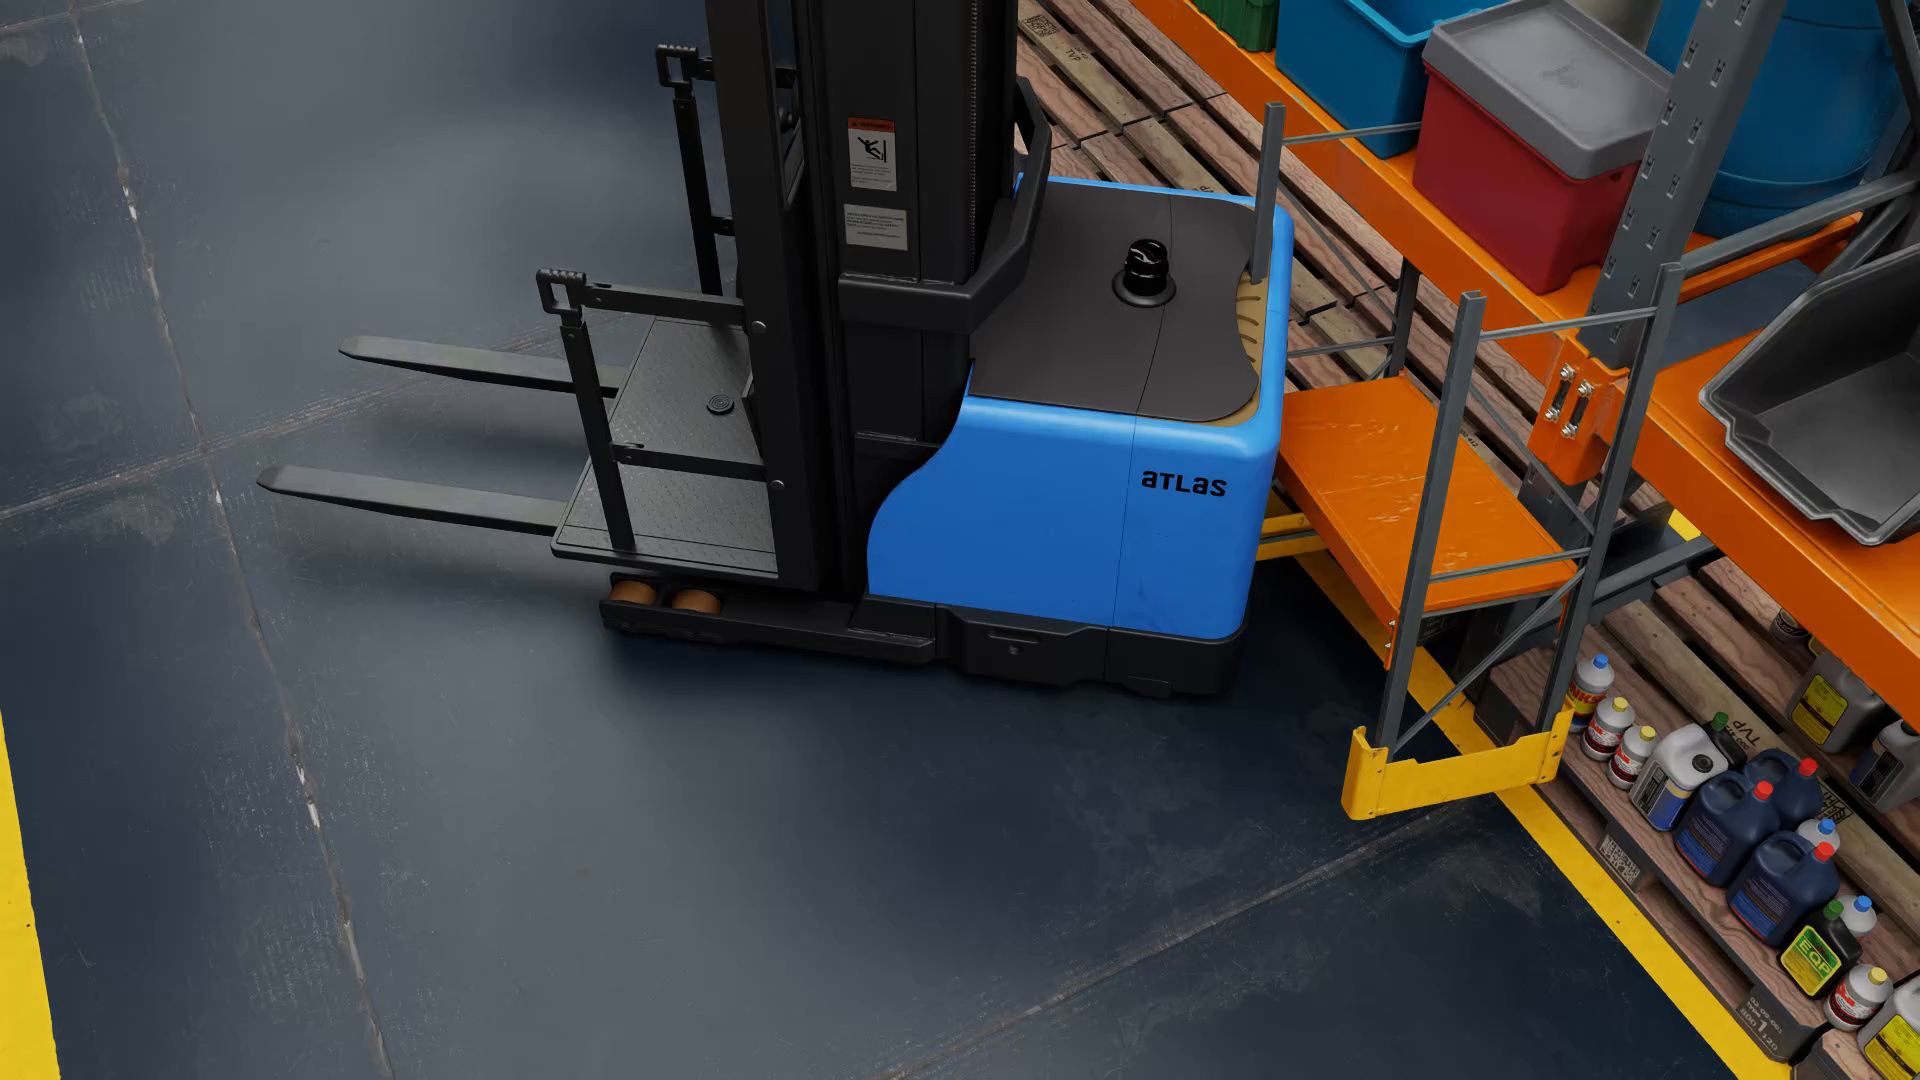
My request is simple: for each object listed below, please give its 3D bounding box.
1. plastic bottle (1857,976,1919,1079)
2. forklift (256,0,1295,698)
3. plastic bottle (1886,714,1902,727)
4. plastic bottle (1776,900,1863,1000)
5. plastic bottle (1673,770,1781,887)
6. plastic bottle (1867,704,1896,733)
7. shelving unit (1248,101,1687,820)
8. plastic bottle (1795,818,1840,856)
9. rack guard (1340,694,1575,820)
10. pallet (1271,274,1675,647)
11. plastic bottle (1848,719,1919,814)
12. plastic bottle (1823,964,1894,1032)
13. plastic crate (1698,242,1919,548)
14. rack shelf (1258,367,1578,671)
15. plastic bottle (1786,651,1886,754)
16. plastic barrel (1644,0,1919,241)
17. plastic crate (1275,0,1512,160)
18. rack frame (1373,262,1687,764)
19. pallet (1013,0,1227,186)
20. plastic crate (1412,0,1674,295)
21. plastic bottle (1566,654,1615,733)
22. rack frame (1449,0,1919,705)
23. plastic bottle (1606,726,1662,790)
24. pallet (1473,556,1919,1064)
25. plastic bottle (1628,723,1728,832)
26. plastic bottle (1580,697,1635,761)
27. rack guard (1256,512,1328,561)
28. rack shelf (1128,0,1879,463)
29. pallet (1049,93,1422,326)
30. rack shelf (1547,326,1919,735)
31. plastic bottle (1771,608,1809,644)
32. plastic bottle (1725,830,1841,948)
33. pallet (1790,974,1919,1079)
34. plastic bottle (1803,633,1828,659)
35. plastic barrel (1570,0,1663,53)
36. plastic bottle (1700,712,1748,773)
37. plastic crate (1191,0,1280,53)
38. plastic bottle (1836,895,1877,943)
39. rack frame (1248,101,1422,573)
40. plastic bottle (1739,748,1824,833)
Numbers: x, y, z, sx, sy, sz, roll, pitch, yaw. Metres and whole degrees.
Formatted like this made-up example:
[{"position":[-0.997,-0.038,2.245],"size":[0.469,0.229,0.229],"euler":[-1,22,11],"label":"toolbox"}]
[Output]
[{"position":[2.196,1.101,3.762],"size":[0.144,0.351,0.185],"euler":[-22,52,-18],"label":"plastic bottle"},{"position":[-0.616,-1.046,4.218],"size":[3.031,2.935,1.130],"euler":[7,49,6],"label":"forklift"},{"position":[2.554,0.467,4.316],"size":[0.144,0.351,0.185],"euler":[-24,53,-19],"label":"plastic bottle"},{"position":[2.040,0.964,3.927],"size":[0.061,0.283,0.133],"euler":[-19,52,-16],"label":"plastic bottle"},{"position":[1.916,0.690,4.121],"size":[0.144,0.351,0.185],"euler":[-20,52,-17],"label":"plastic bottle"},{"position":[2.466,0.339,4.428],"size":[0.144,0.351,0.185],"euler":[-22,53,-18],"label":"plastic bottle"},{"position":[1.144,-0.238,4.272],"size":[0.587,1.500,1.083],"euler":[-9,38,-11],"label":"shelving unit"},{"position":[2.089,0.772,4.102],"size":[0.097,0.271,0.097],"euler":[0,49,0],"label":"plastic bottle"},{"position":[1.274,0.550,4.264],"size":[0.587,0.250,0.087],"euler":[-9,38,-11],"label":"rack guard"},{"position":[1.521,-0.314,5.385],"size":[1.003,0.211,1.213],"euler":[-21,52,-18],"label":"pallet"},{"position":[2.434,0.560,4.285],"size":[0.152,0.276,0.135],"euler":[-21,52,-18],"label":"plastic bottle"},{"position":[2.111,1.063,3.894],"size":[0.097,0.201,0.097],"euler":[0,49,0],"label":"plastic bottle"},{"position":[2.042,-0.305,3.566],"size":[0.767,0.338,0.504],"euler":[-21,52,-18],"label":"plastic crate"},{"position":[1.148,-0.090,4.373],"size":[0.538,0.185,1.000],"euler":[-9,38,-11],"label":"rack shelf"},{"position":[2.338,0.389,4.385],"size":[0.144,0.351,0.185],"euler":[-21,52,-18],"label":"plastic bottle"},{"position":[2.008,-1.248,4.016],"size":[0.600,0.901,0.708],"euler":[-21,52,-18],"label":"plastic barrel"},{"position":[1.134,-1.346,4.445],"size":[0.392,0.384,0.575],"euler":[-21,52,-18],"label":"plastic crate"},{"position":[1.273,0.064,3.871],"size":[0.500,1.500,0.032],"euler":[-9,38,-11],"label":"rack frame"},{"position":[0.405,-1.947,6.813],"size":[1.003,0.211,1.213],"euler":[-21,52,-18],"label":"pallet"},{"position":[1.422,-0.960,4.054],"size":[0.402,0.464,0.583],"euler":[-21,52,-18],"label":"plastic crate"},{"position":[1.671,0.398,4.430],"size":[0.097,0.271,0.097],"euler":[0,49,0],"label":"plastic bottle"},{"position":[1.915,-0.720,3.887],"size":[1.000,3.000,0.127],"euler":[-21,52,-18],"label":"rack frame"},{"position":[1.764,0.557,4.337],"size":[0.097,0.201,0.097],"euler":[0,49,0],"label":"plastic bottle"},{"position":[2.185,0.662,4.531],"size":[1.003,0.211,1.213],"euler":[-21,52,-18],"label":"pallet"},{"position":[1.843,0.603,4.247],"size":[0.152,0.276,0.135],"euler":[-19,52,-16],"label":"plastic bottle"},{"position":[1.718,0.489,4.397],"size":[0.097,0.201,0.097],"euler":[0,49,0],"label":"plastic bottle"},{"position":[1.026,-0.031,5.034],"size":[0.587,0.250,0.087],"euler":[-9,38,-11],"label":"rack guard"},{"position":[1.000,-1.822,5.328],"size":[1.077,0.370,4.000],"euler":[-21,52,-18],"label":"rack shelf"},{"position":[0.959,-1.132,6.100],"size":[1.003,0.211,1.213],"euler":[-21,52,-18],"label":"pallet"},{"position":[2.830,0.855,2.987],"size":[1.077,0.370,4.000],"euler":[-21,52,-18],"label":"rack shelf"},{"position":[2.358,0.192,4.656],"size":[0.097,0.201,0.097],"euler":[0,49,0],"label":"plastic bottle"},{"position":[2.002,0.817,4.010],"size":[0.144,0.351,0.185],"euler":[-23,53,-19],"label":"plastic bottle"},{"position":[2.748,1.479,3.816],"size":[1.003,0.211,1.213],"euler":[-21,52,-18],"label":"pallet"},{"position":[2.429,0.238,4.562],"size":[0.061,0.283,0.133],"euler":[-19,51,-16],"label":"plastic bottle"},{"position":[1.672,-1.481,4.462],"size":[0.433,0.535,0.433],"euler":[0,49,0],"label":"plastic barrel"},{"position":[1.938,0.564,4.277],"size":[0.061,0.283,0.133],"euler":[-21,52,-18],"label":"plastic bottle"},{"position":[0.867,-1.719,4.901],"size":[0.450,0.188,0.662],"euler":[-21,52,-18],"label":"plastic crate"},{"position":[2.103,0.928,3.965],"size":[0.097,0.271,0.097],"euler":[0,49,0],"label":"plastic bottle"},{"position":[1.020,-0.529,4.658],"size":[0.500,1.500,0.032],"euler":[-9,38,-11],"label":"rack frame"},{"position":[2.044,0.641,4.164],"size":[0.144,0.351,0.185],"euler":[-21,52,-18],"label":"plastic bottle"}]
